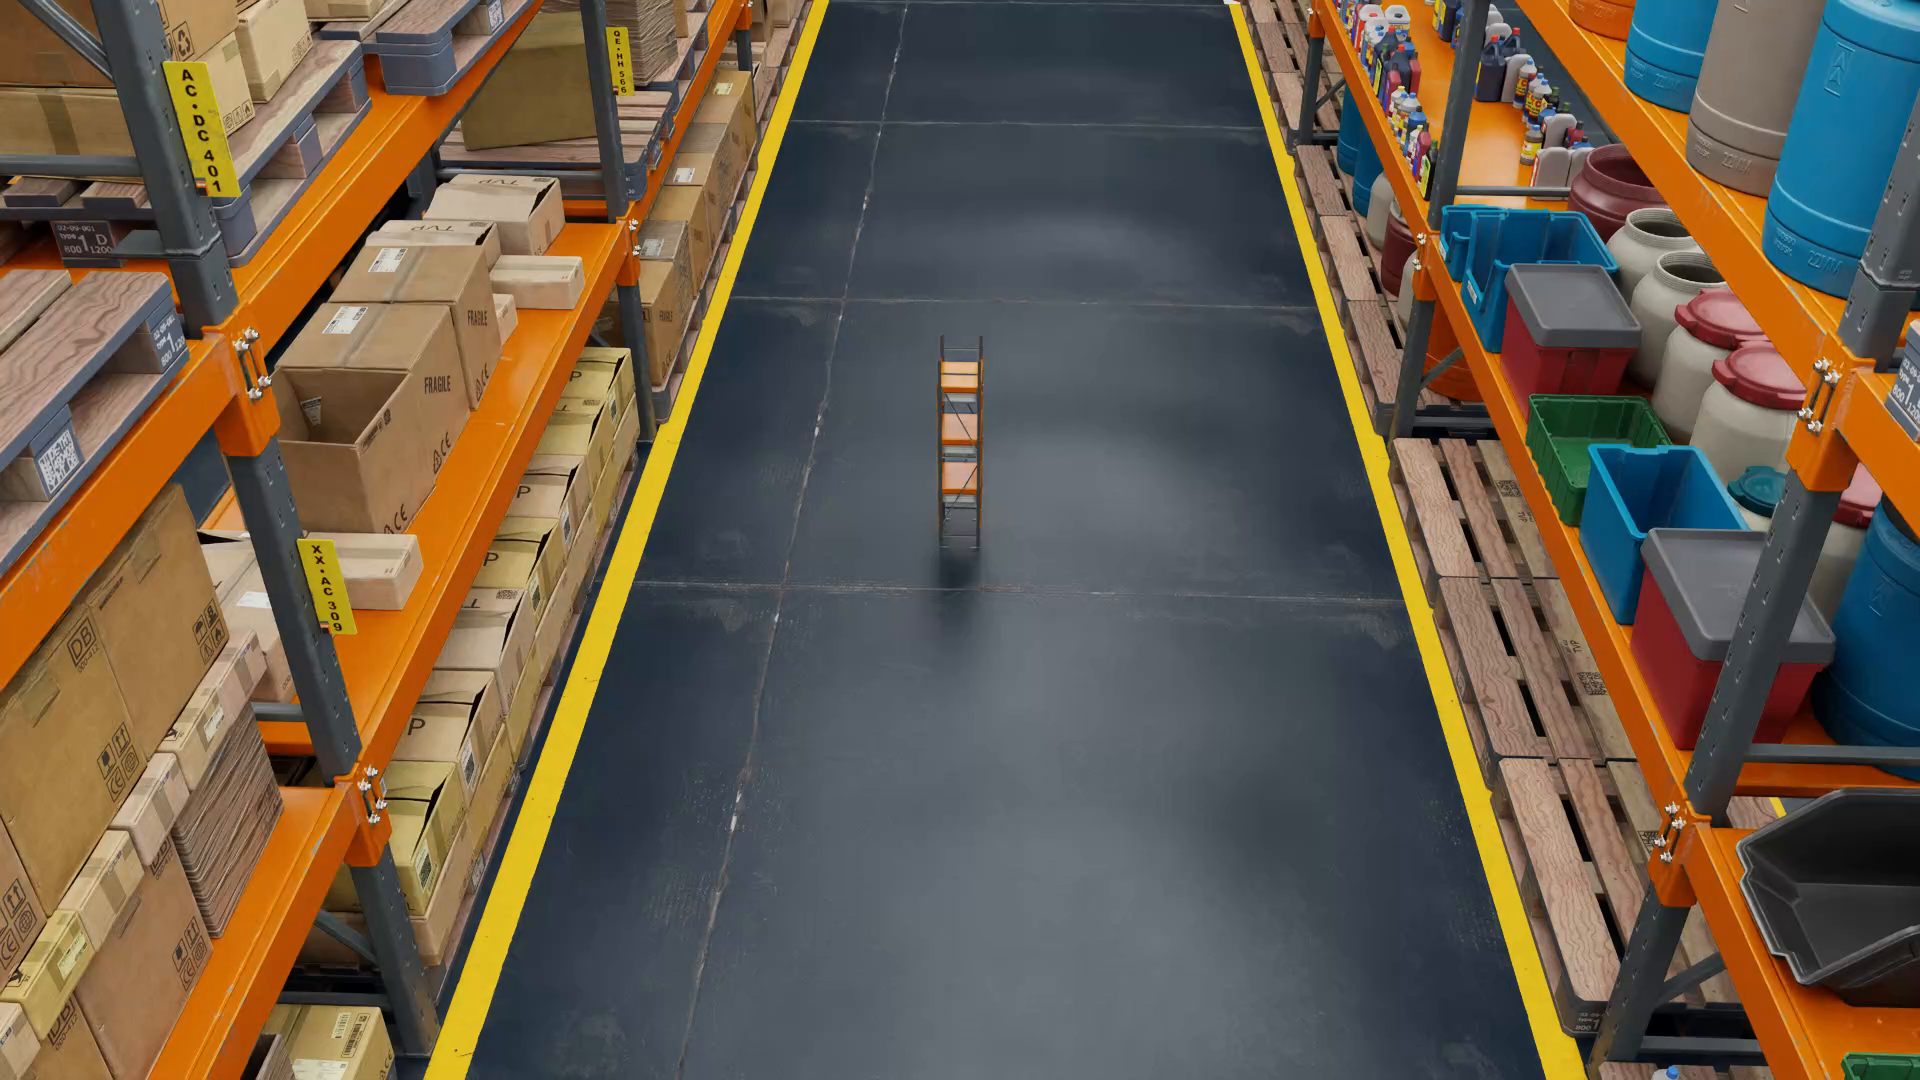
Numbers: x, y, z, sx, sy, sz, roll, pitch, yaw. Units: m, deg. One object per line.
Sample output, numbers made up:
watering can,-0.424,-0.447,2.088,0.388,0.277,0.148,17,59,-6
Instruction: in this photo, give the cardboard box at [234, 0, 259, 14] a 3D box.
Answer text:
cardboard box,-2.252,-1.818,4.733,0.500,0.500,0.500,5,35,6

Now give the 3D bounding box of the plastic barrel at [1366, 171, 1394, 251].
plastic barrel,2.775,-2.085,10.406,0.421,0.512,0.421,0,35,0

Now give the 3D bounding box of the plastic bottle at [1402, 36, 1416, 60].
plastic bottle,2.613,-2.816,9.760,0.097,0.271,0.097,0,35,0

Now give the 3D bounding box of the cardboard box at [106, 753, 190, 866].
cardboard box,-2.133,0.655,4.058,0.380,0.149,0.250,0,35,1

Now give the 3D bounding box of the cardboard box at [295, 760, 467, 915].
cardboard box,-2.050,1.000,5.757,0.500,0.311,0.500,1,35,2

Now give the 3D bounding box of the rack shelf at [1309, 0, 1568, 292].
rack shelf,2.874,-2.529,9.865,1.077,0.370,4.000,1,35,2

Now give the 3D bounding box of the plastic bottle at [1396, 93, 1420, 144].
plastic bottle,2.432,-2.286,9.006,0.097,0.271,0.097,0,35,0

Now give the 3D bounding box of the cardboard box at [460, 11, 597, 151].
cardboard box,-2.243,-2.368,8.558,0.700,0.500,0.500,-10,36,-14

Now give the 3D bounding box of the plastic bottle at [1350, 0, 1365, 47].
plastic bottle,2.478,-3.213,10.315,0.061,0.283,0.133,1,35,2

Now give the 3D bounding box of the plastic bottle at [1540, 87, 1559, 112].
plastic bottle,3.213,-2.342,9.075,0.061,0.283,0.133,1,35,2

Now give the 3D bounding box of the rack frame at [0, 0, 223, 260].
rack frame,-2.316,-1.947,3.194,1.000,3.000,0.127,1,35,2

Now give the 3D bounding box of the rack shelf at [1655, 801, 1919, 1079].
rack shelf,2.553,2.067,3.325,1.077,0.370,4.000,1,35,2

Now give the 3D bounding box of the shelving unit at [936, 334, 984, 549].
shelving unit,0.002,-0.460,7.992,0.215,1.050,0.252,1,35,2

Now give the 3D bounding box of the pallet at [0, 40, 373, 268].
pallet,-2.293,-1.149,4.833,0.805,0.209,1.217,0,35,0

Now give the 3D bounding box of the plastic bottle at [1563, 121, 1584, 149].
plastic bottle,3.193,-2.055,8.667,0.061,0.283,0.133,1,35,2

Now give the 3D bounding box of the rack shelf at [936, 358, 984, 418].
rack shelf,0.002,-0.684,7.835,0.215,0.259,0.240,1,35,2

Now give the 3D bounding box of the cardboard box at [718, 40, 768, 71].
cardboard box,-1.737,-3.843,13.191,0.380,0.166,0.250,1,35,2

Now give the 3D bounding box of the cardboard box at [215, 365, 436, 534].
cardboard box,-2.248,-0.277,5.948,0.500,0.500,0.500,4,35,5

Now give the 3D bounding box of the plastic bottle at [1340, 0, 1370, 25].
plastic bottle,2.541,-3.454,10.664,0.152,0.276,0.135,1,35,2

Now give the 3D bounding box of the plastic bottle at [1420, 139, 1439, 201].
plastic bottle,2.384,-1.869,8.402,0.061,0.283,0.133,1,35,2

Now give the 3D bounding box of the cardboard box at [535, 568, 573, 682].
cardboard box,-1.991,0.351,7.168,0.500,0.250,0.500,2,35,3

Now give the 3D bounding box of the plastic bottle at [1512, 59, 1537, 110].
plastic bottle,3.213,-2.592,9.441,0.097,0.271,0.097,0,35,0

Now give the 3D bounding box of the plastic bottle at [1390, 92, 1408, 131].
plastic bottle,2.440,-2.369,9.185,0.097,0.201,0.097,0,35,0

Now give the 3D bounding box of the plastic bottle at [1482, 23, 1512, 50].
plastic bottle,3.212,-2.977,9.986,0.152,0.276,0.135,1,35,2

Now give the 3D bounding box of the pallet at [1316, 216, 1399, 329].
pallet,2.836,-1.686,10.466,1.003,0.211,1.213,1,35,2

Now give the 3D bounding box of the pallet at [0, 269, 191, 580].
pallet,-2.324,-0.193,3.384,1.003,0.211,1.213,1,35,2

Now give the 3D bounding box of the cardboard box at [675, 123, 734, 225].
cardboard box,-1.777,-2.384,10.825,0.500,0.500,0.500,2,35,2

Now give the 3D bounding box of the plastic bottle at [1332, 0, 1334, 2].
plastic bottle,2.514,-3.724,11.041,0.061,0.283,0.133,1,35,2

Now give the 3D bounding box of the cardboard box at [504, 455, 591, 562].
cardboard box,-1.968,-0.172,7.424,0.500,0.311,0.500,1,35,2

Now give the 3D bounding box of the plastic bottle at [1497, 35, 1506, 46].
plastic bottle,3.169,-2.833,9.784,0.097,0.271,0.097,0,35,0

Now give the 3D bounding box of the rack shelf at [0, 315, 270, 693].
rack shelf,-2.396,0.724,2.629,1.077,0.370,4.000,1,35,2

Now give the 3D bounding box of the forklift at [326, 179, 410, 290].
forklift,-4.386,-2.950,9.898,1.130,2.935,3.031,1,35,1

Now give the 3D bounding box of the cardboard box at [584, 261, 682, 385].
cardboard box,-1.851,-1.203,9.144,0.500,0.500,0.500,3,35,4

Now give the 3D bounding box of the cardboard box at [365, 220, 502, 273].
cardboard box,-2.385,-1.245,7.490,0.500,0.311,0.500,1,35,1

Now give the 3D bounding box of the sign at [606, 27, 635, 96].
sign,-1.601,-2.253,7.841,0.100,0.325,0.005,1,35,2

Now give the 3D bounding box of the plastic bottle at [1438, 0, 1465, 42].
plastic bottle,3.093,-3.314,10.399,0.144,0.351,0.185,1,35,2

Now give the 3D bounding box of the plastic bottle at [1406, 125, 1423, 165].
plastic bottle,2.420,-2.089,8.787,0.097,0.201,0.097,0,35,0

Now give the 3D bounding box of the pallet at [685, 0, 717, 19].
pallet,-2.136,-3.554,10.865,1.003,0.211,1.213,1,35,2

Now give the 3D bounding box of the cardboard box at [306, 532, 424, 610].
cardboard box,-2.076,0.106,5.709,0.380,0.149,0.250,1,35,2

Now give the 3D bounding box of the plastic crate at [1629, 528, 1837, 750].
plastic crate,2.347,0.313,5.141,0.402,0.464,0.583,1,35,2

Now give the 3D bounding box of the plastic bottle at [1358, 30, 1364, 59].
plastic bottle,2.486,-3.036,10.134,0.097,0.201,0.097,0,35,0

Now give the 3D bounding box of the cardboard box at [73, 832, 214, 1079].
cardboard box,-2.342,1.025,4.096,0.700,0.500,0.500,1,35,1

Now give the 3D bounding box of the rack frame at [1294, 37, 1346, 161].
rack frame,2.955,-3.972,11.293,1.000,3.000,0.127,1,35,2

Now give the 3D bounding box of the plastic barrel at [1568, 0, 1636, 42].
plastic barrel,2.518,-2.234,5.838,0.600,0.830,0.708,1,35,2

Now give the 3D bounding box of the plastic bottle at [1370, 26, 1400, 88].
plastic bottle,2.491,-2.826,9.705,0.144,0.351,0.185,1,35,2

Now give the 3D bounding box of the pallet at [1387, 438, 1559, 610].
pallet,2.724,-0.089,8.193,1.003,0.211,1.213,1,35,2

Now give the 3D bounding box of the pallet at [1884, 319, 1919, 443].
pallet,2.702,-0.109,3.352,1.213,0.211,1.003,1,35,2

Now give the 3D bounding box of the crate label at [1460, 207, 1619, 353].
crate label,2.484,-1.124,7.210,0.502,0.435,0.616,1,35,2

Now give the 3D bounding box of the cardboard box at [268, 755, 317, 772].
cardboard box,-2.571,0.693,6.194,0.500,0.311,0.500,2,35,3

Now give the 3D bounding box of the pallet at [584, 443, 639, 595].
pallet,-2.227,-0.178,8.319,1.003,0.211,1.213,1,35,2

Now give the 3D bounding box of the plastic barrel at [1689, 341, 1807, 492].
plastic barrel,2.920,-0.398,6.089,0.433,0.535,0.433,0,35,0

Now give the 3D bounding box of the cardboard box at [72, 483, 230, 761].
cardboard box,-2.327,0.191,4.154,0.700,0.500,0.500,1,35,2

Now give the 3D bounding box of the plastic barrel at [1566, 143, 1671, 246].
plastic barrel,3.078,-1.456,7.595,0.600,0.536,0.708,1,35,2

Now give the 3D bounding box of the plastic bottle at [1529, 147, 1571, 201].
plastic bottle,2.982,-1.868,8.407,0.152,0.276,0.135,1,35,2
